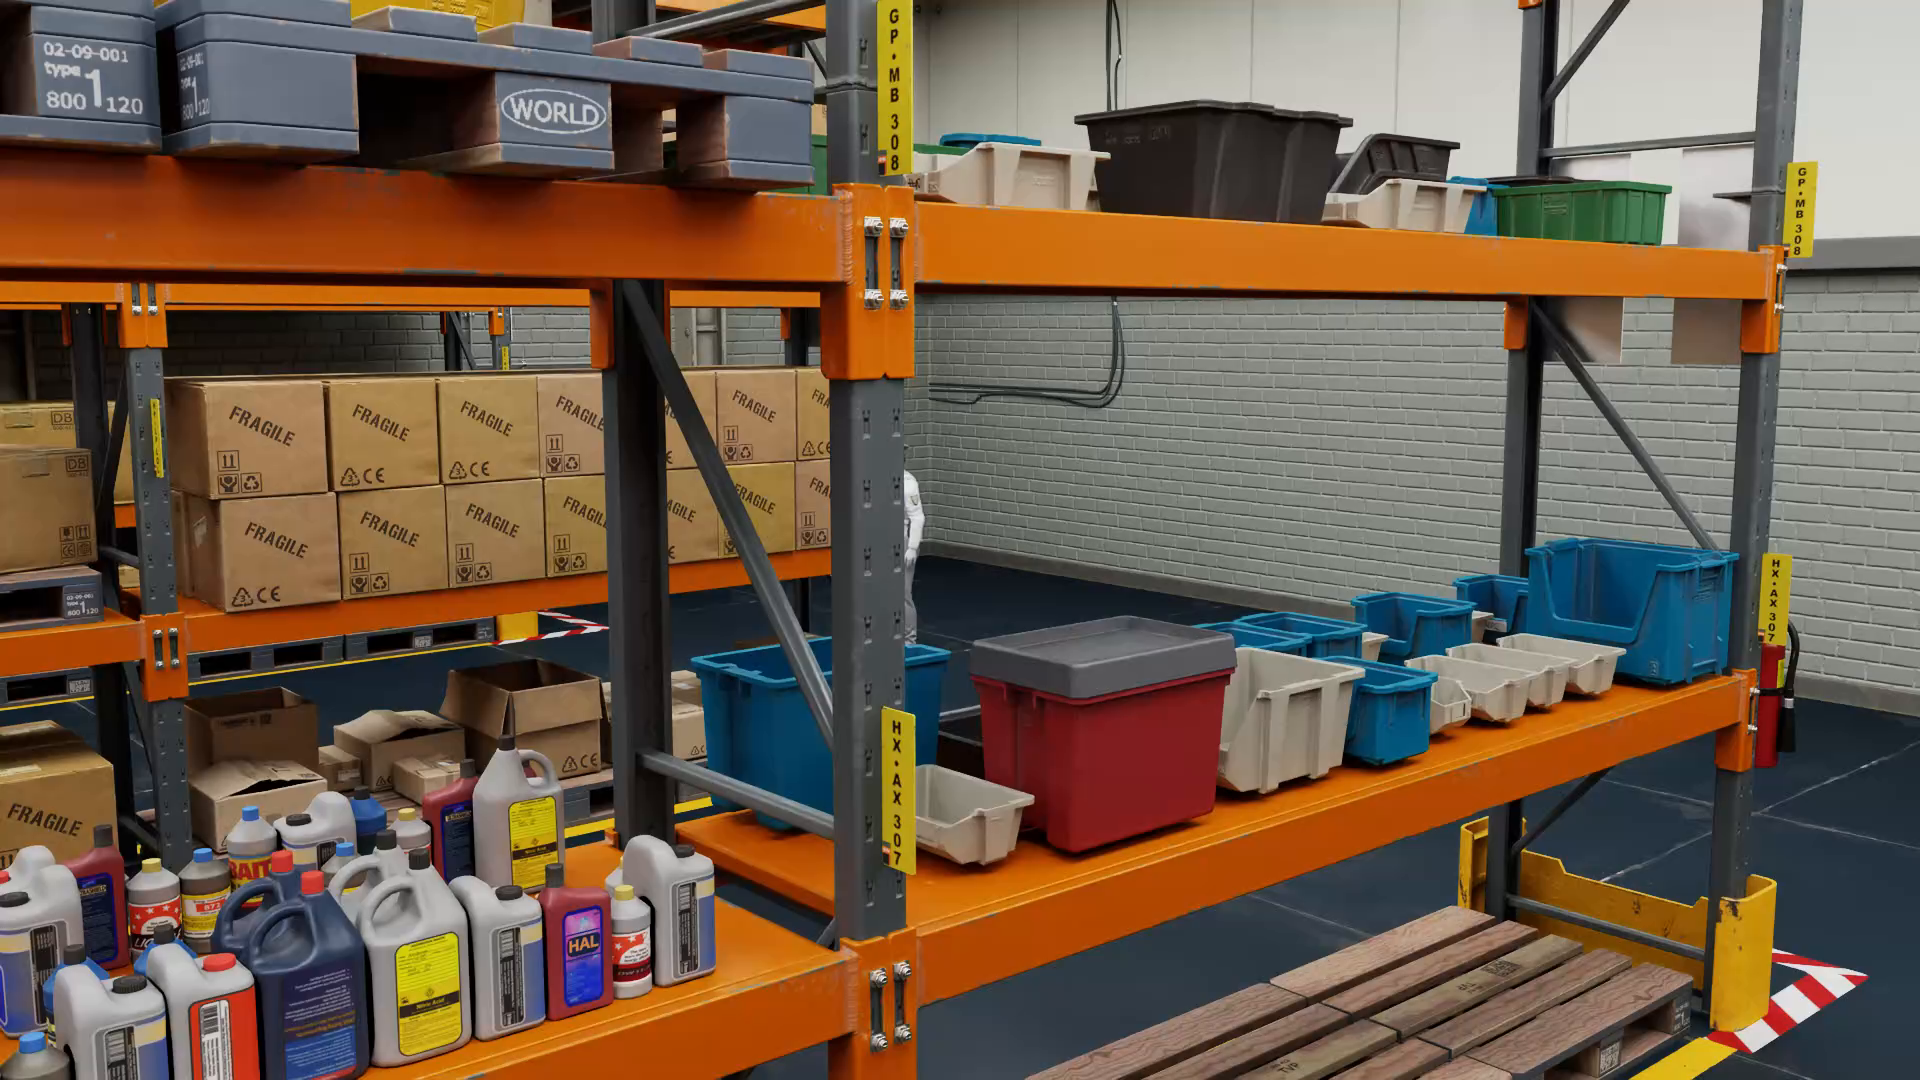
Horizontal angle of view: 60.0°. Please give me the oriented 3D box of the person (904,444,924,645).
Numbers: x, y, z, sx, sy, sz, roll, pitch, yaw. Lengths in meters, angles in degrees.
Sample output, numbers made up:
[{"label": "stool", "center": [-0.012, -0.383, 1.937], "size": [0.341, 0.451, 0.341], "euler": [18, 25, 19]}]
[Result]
[{"label": "person", "center": [-0.498, 0.053, 12.869], "size": [0.378, 1.663, 0.531], "euler": [-7, 10, -41]}]
